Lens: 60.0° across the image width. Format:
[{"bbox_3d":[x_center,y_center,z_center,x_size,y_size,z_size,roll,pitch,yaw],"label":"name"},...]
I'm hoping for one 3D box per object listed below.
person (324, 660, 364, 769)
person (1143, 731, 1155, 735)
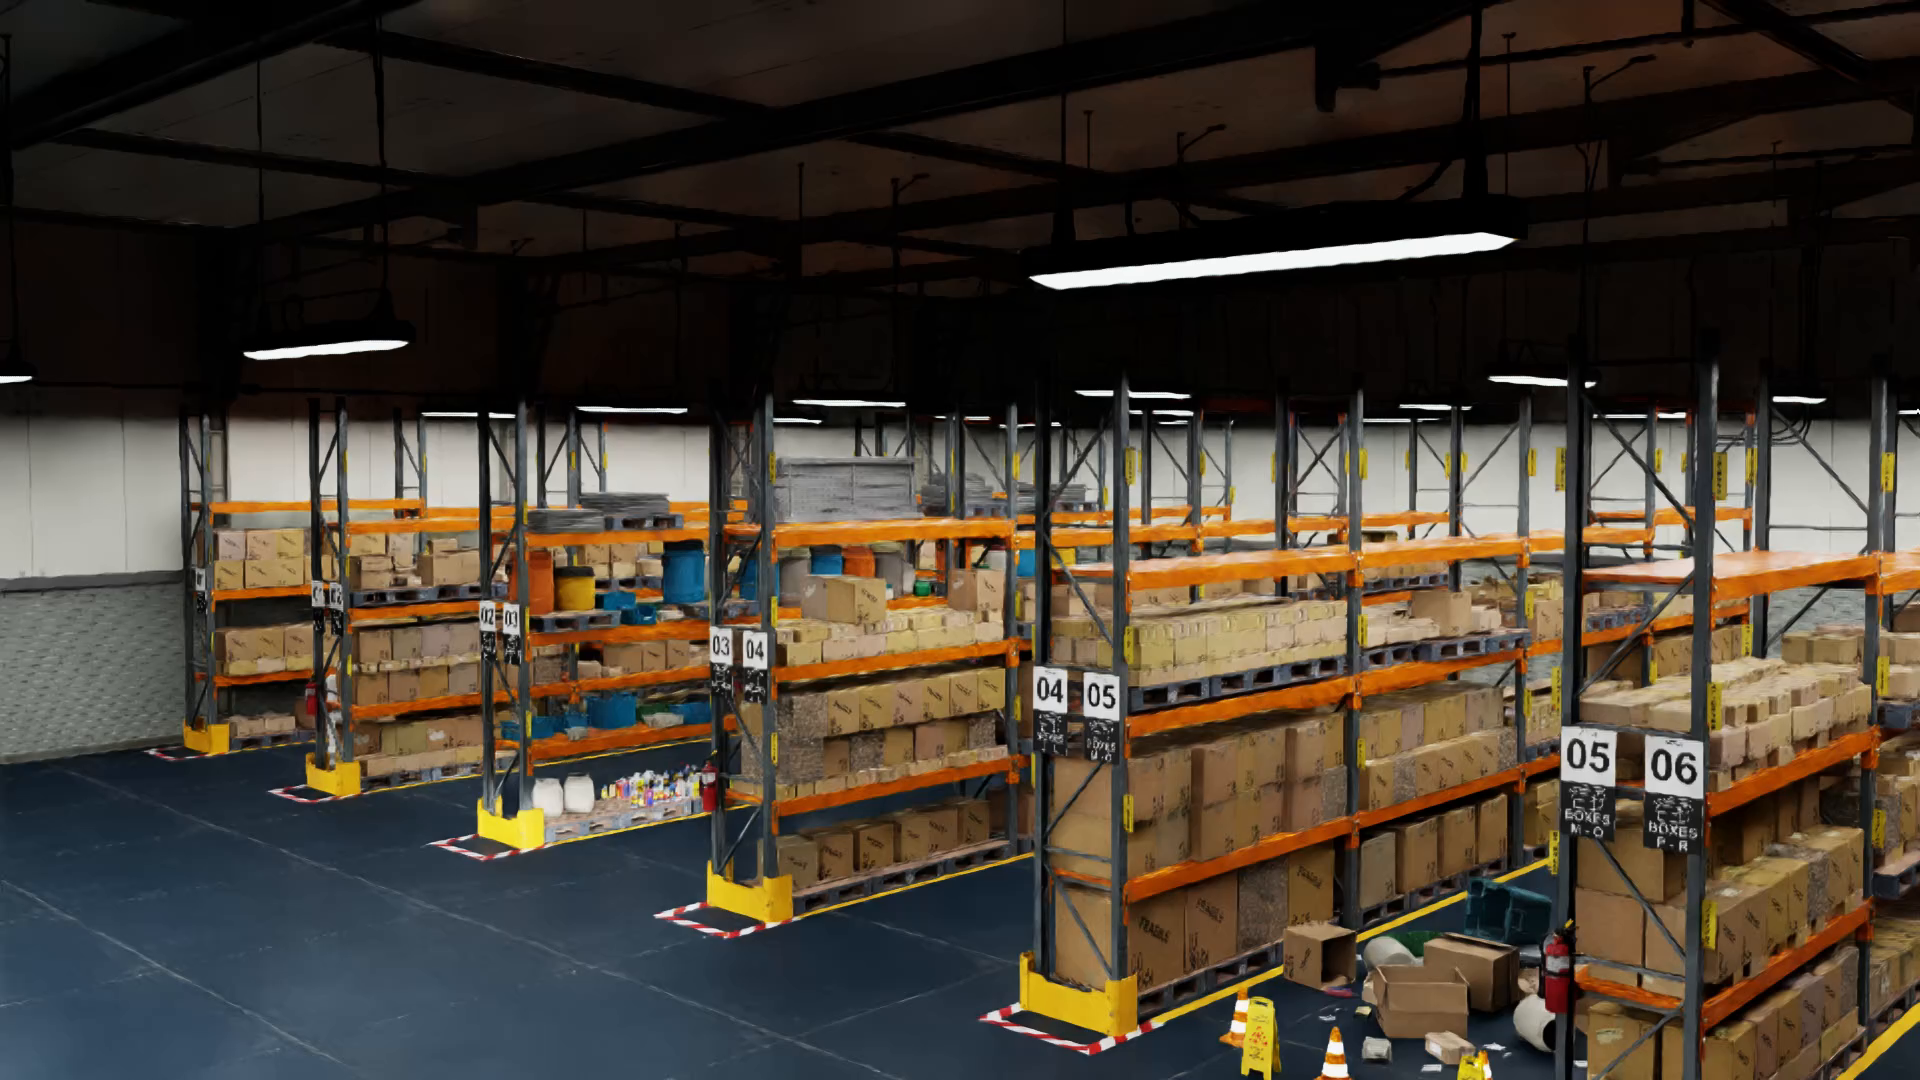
[{"bbox_3d":[-10.124,2.819,27.286,0.655,1.785,0.577,-1,3,-14],"label":"person"},{"bbox_3d":[2.512,3.226,21.305,0.488,1.590,1.089,3,4,42],"label":"person"}]
